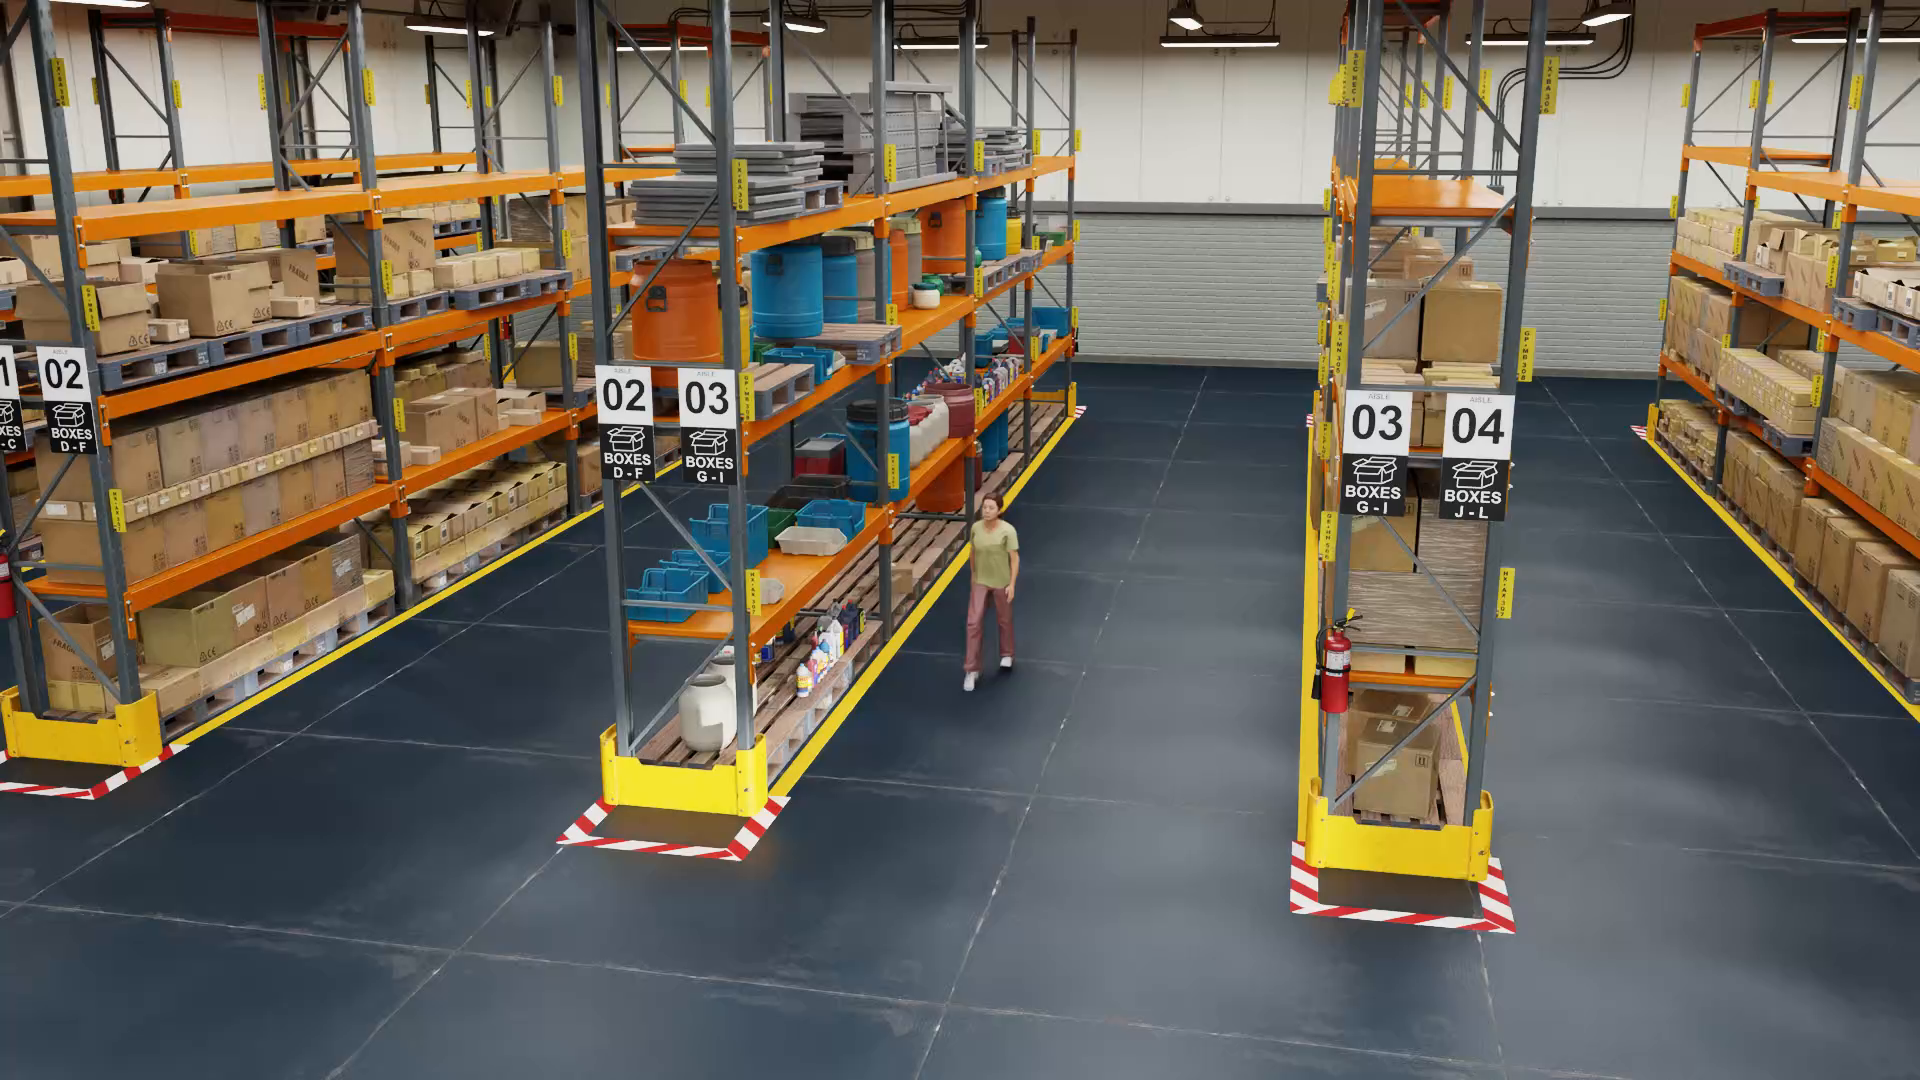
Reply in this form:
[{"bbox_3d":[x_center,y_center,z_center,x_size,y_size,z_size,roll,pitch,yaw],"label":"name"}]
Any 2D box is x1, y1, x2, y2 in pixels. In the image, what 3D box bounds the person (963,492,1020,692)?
[{"bbox_3d":[0.270,0.407,14.468,0.497,1.664,0.882,4,15,16],"label":"person"}]
